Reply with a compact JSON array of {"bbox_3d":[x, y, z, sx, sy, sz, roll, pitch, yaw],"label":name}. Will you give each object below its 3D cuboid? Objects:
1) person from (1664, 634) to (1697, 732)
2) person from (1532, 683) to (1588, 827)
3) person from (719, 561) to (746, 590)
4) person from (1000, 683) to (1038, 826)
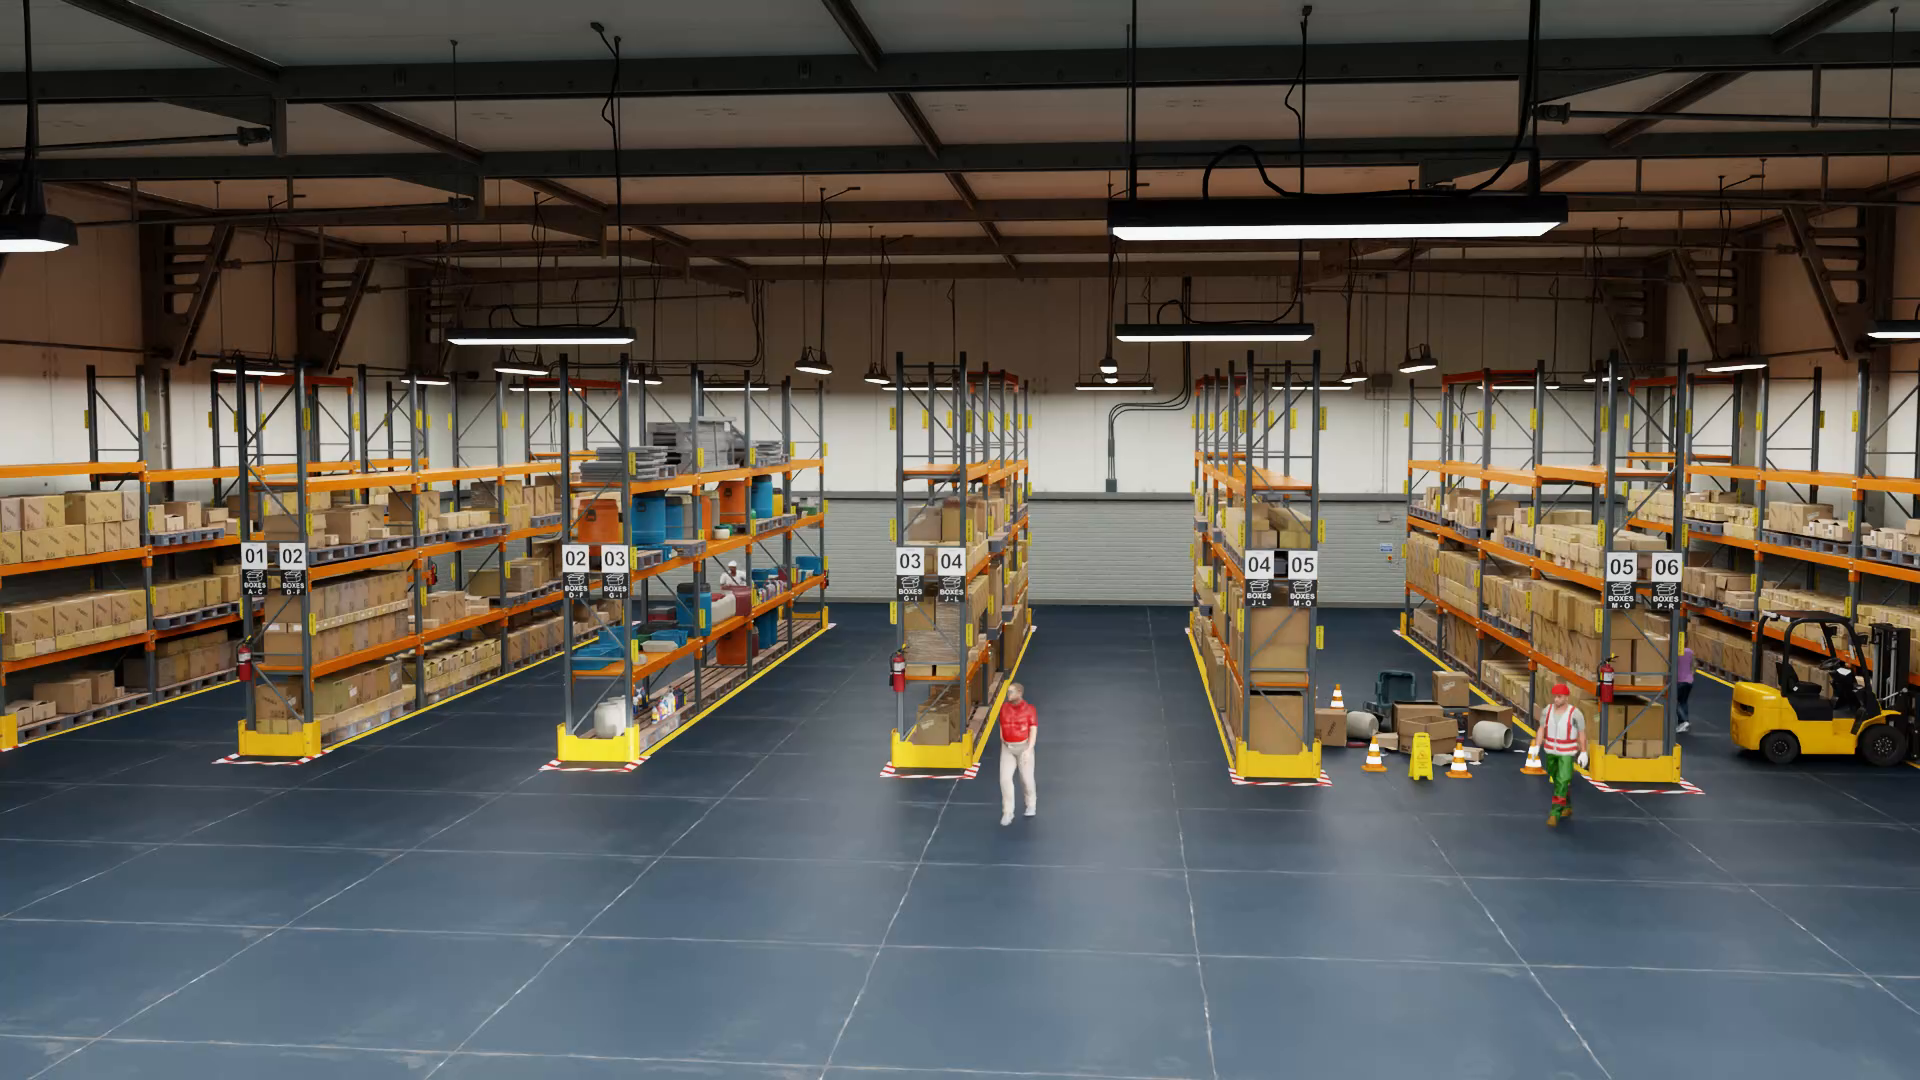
[{"bbox_3d":[11.687,2.316,26.824,0.483,1.578,0.538,-1,4,-11],"label":"person"},{"bbox_3d":[7.417,2.643,20.659,1.031,1.726,0.575,-4,6,-42],"label":"person"},{"bbox_3d":[-5.423,1.321,40.123,0.697,1.665,0.698,1,4,17],"label":"person"},{"bbox_3d":[0.710,2.684,20.922,0.564,1.776,0.766,2,4,25],"label":"person"}]
